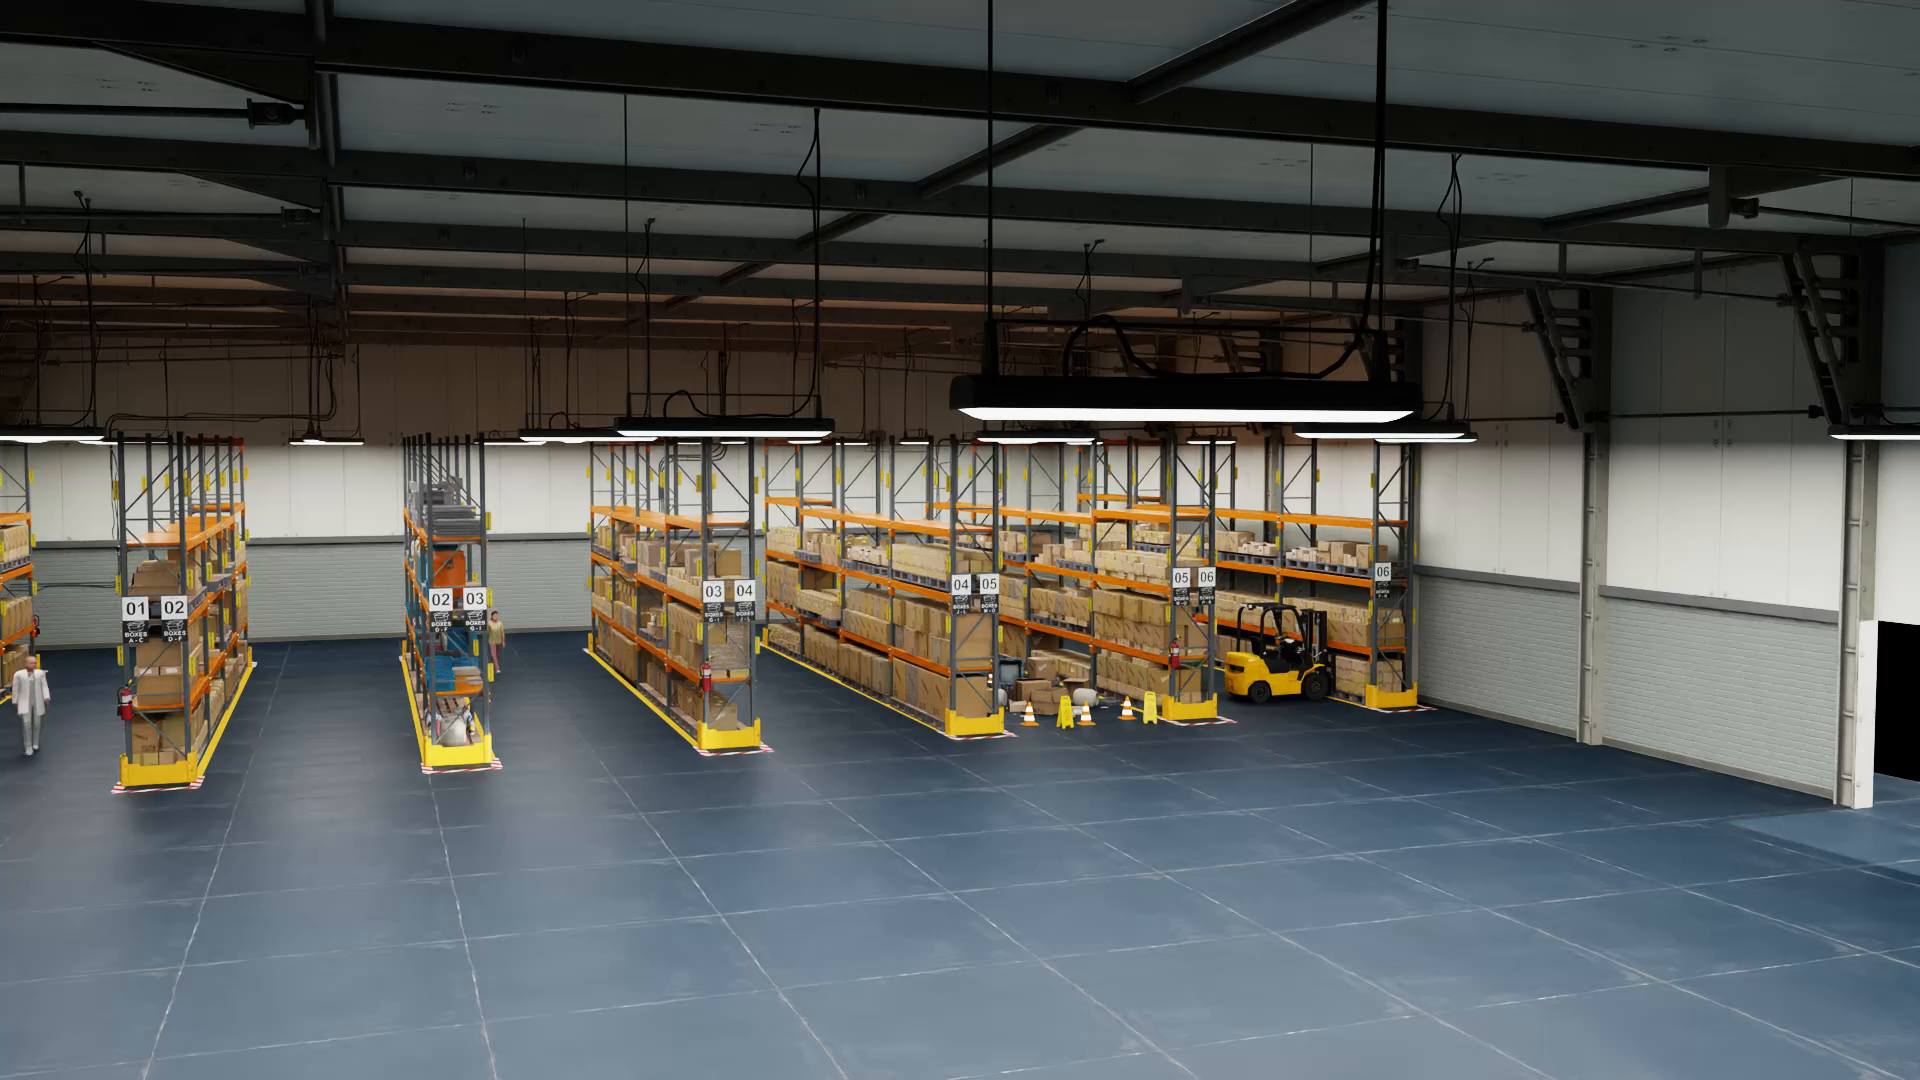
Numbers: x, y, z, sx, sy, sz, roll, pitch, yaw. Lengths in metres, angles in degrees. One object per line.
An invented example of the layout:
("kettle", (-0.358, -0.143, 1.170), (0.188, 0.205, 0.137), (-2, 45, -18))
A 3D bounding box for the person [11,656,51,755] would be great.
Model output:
("person", (-17.479, 3.122, 31.365), (0.731, 1.818, 0.593), (3, 4, 45))

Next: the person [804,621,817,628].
("person", (-4.549, 2.174, 49.669), (1.054, 1.578, 0.428), (-1, 3, -22))

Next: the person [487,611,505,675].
("person", (-11.615, 2.579, 41.672), (0.475, 1.610, 1.052), (-3, 4, -42))

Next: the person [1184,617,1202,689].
("person", (5.604, 2.691, 39.698), (0.660, 1.679, 0.790), (-1, 3, -20))
